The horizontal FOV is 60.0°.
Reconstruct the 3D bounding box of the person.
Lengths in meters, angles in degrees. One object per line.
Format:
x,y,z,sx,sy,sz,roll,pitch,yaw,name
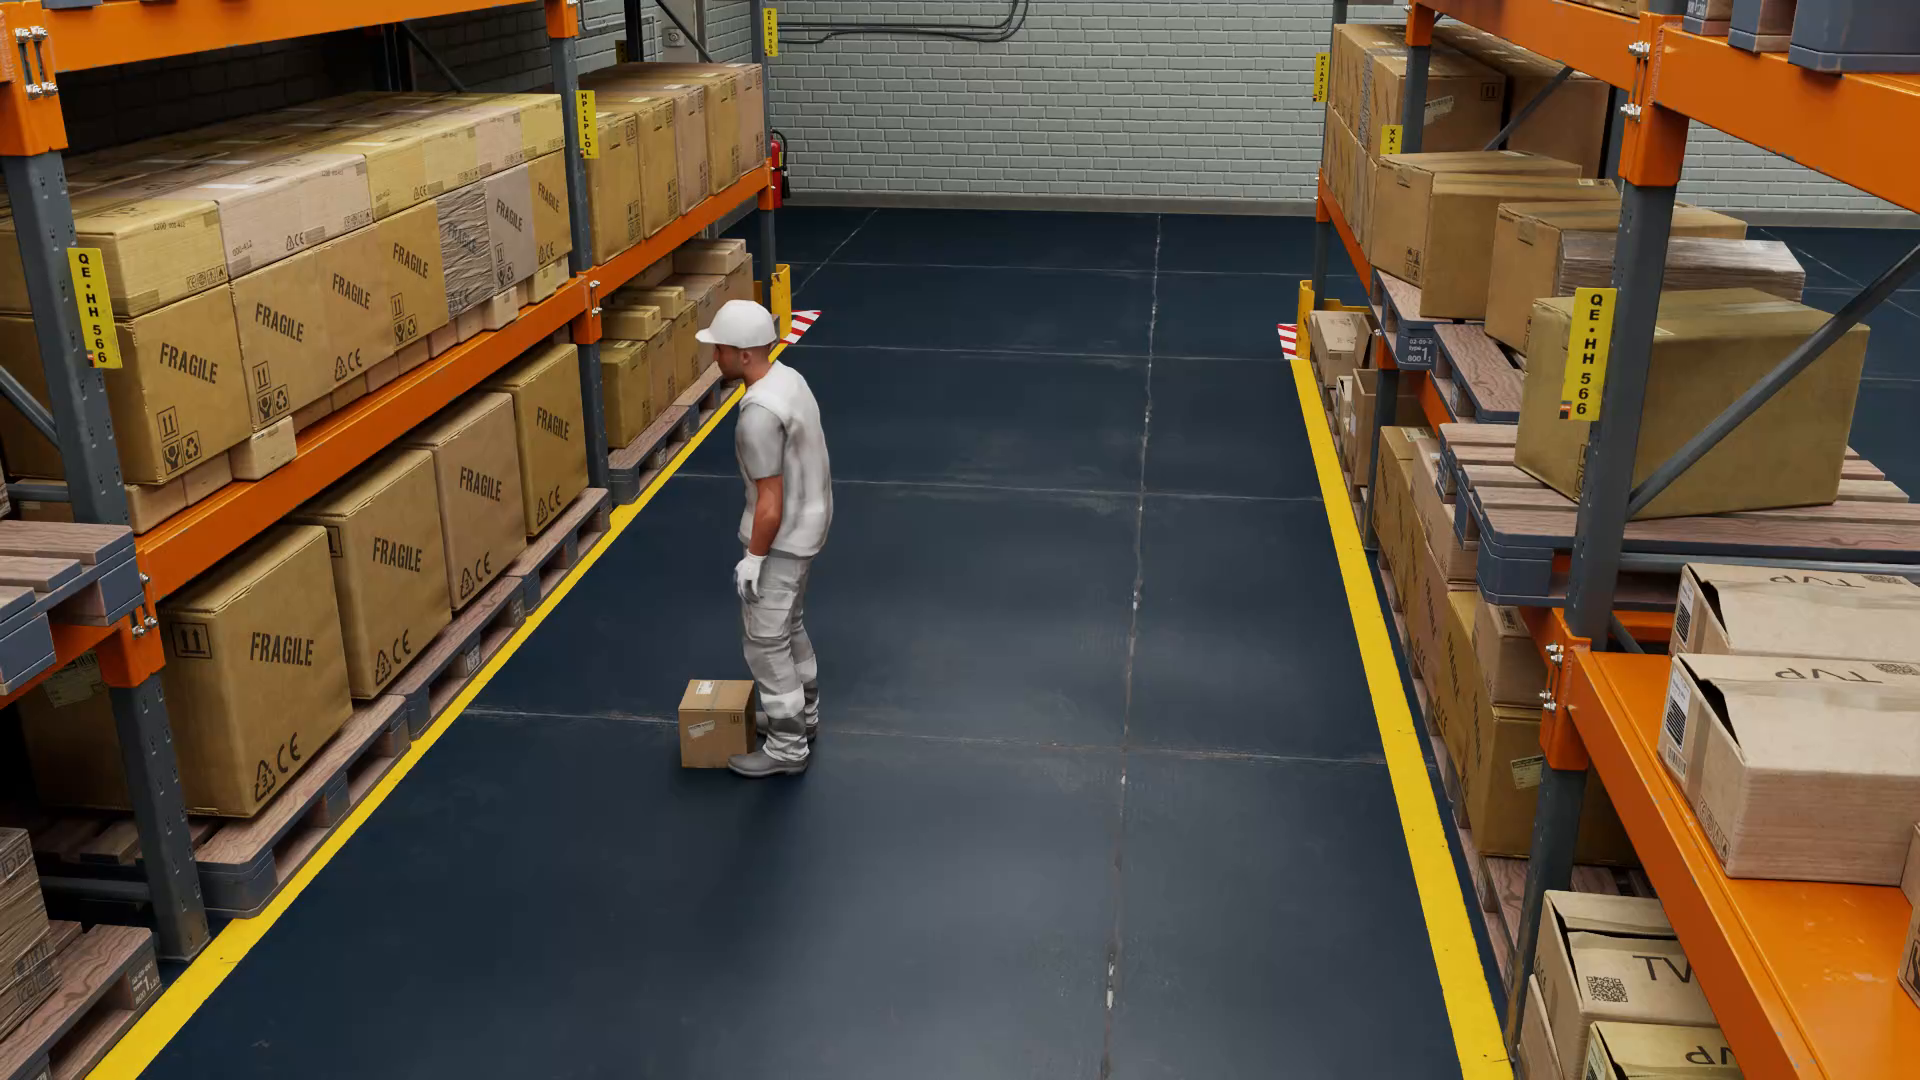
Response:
-0.691,-0.004,6.071,0.451,1.778,0.594,2,21,6,person
